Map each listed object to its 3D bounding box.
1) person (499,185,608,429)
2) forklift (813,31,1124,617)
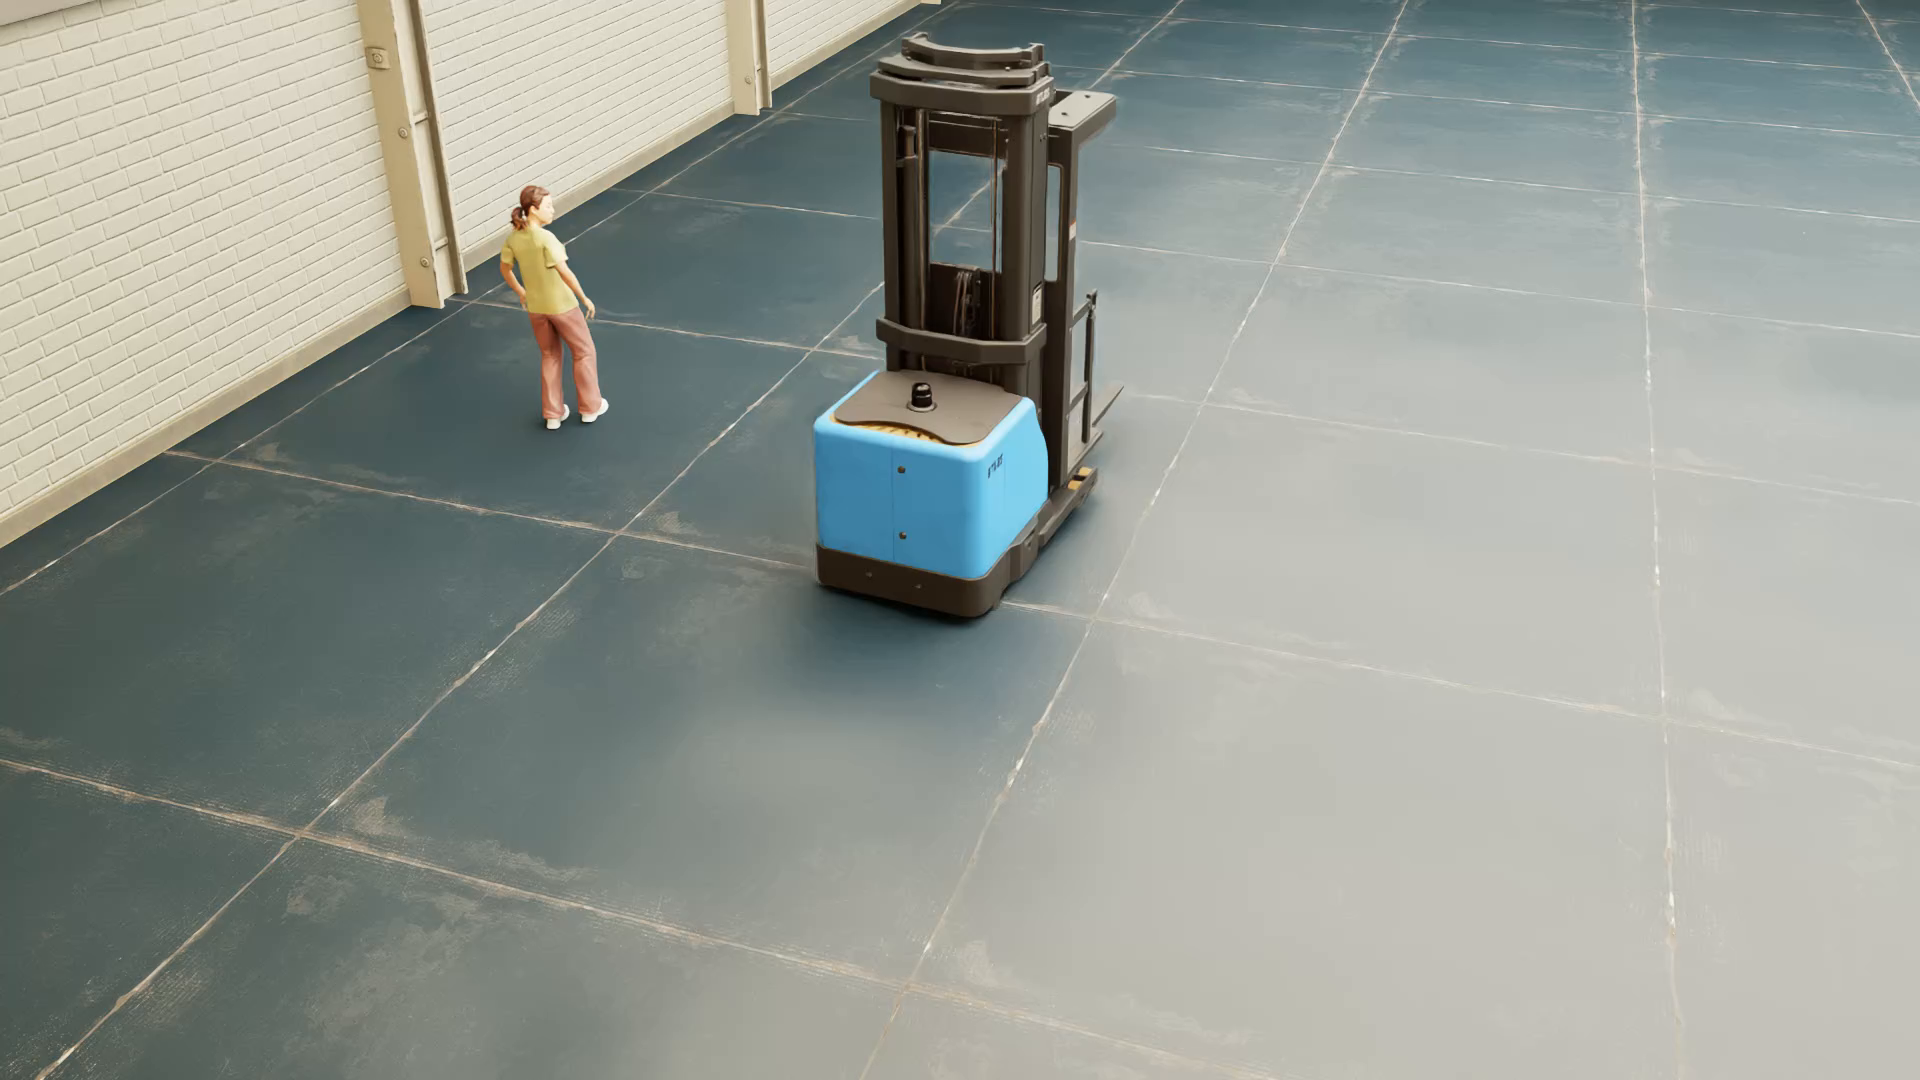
[{"bbox_3d":[-2.717,-1.578,11.195,0.665,1.655,0.494,11,32,19],"label":"person"},{"bbox_3d":[0.231,-1.558,9.870,1.130,2.935,3.031,12,32,20],"label":"forklift"}]
